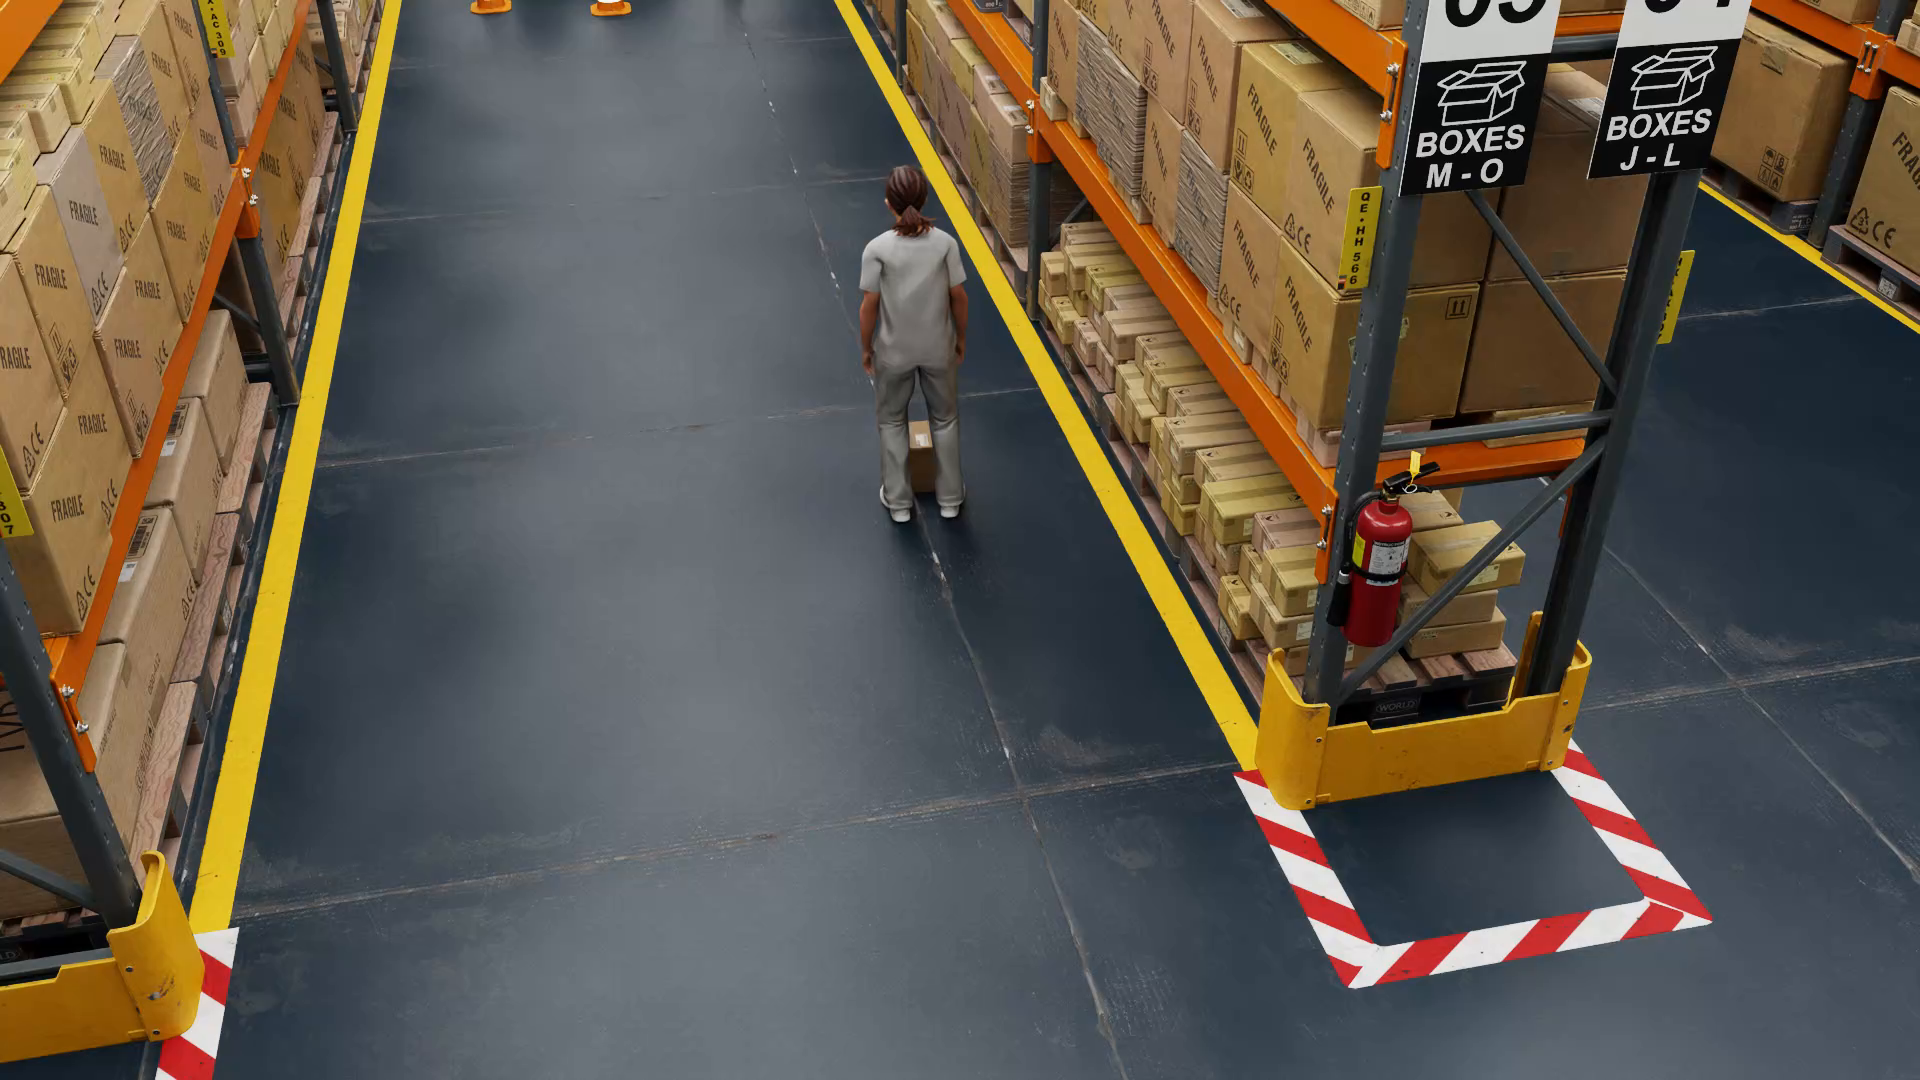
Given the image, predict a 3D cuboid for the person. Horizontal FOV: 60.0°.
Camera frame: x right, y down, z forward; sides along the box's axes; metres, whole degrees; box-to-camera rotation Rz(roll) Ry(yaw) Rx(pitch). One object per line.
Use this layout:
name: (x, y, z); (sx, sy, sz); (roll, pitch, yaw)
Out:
person: (-0.199, -0.841, 7.370); (0.493, 1.672, 0.359); (-5, 35, -7)
